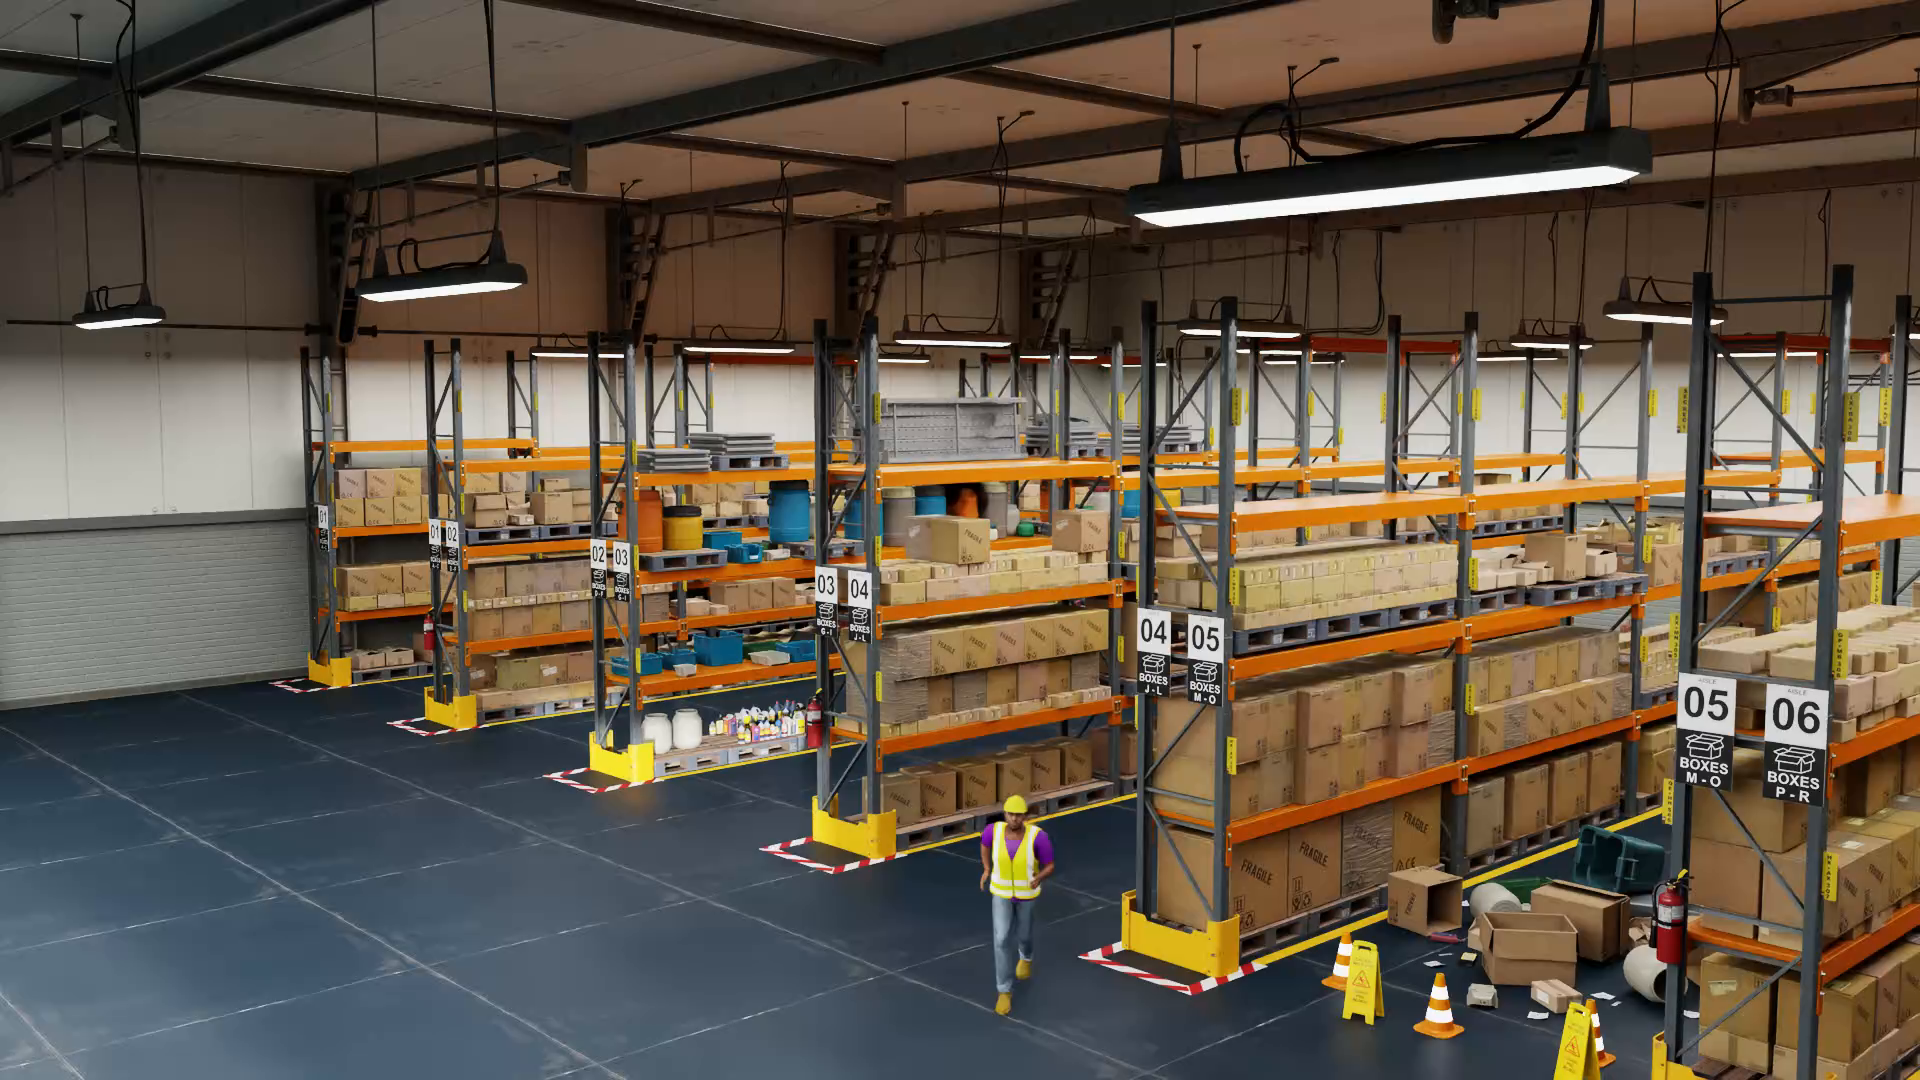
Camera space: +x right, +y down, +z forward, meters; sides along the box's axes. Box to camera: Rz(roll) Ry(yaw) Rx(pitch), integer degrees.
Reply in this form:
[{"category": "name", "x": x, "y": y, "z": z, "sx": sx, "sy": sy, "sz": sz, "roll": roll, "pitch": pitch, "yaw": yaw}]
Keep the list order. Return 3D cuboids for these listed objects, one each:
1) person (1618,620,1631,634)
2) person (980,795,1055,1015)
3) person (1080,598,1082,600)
[{"category": "person", "x": 9.945, "y": 2.110, "z": 25.037, "sx": 0.686, "sy": 1.730, "sz": 0.692, "roll": -4, "pitch": 7, "yaw": -40}, {"category": "person", "x": 0.487, "y": 3.030, "z": 14.225, "sx": 0.655, "sy": 1.769, "sz": 0.972, "roll": 1, "pitch": 5, "yaw": 6}, {"category": "person", "x": 2.539, "y": 1.495, "z": 32.906, "sx": 0.529, "sy": 1.558, "sz": 0.534, "roll": 3, "pitch": 6, "yaw": 31}]
